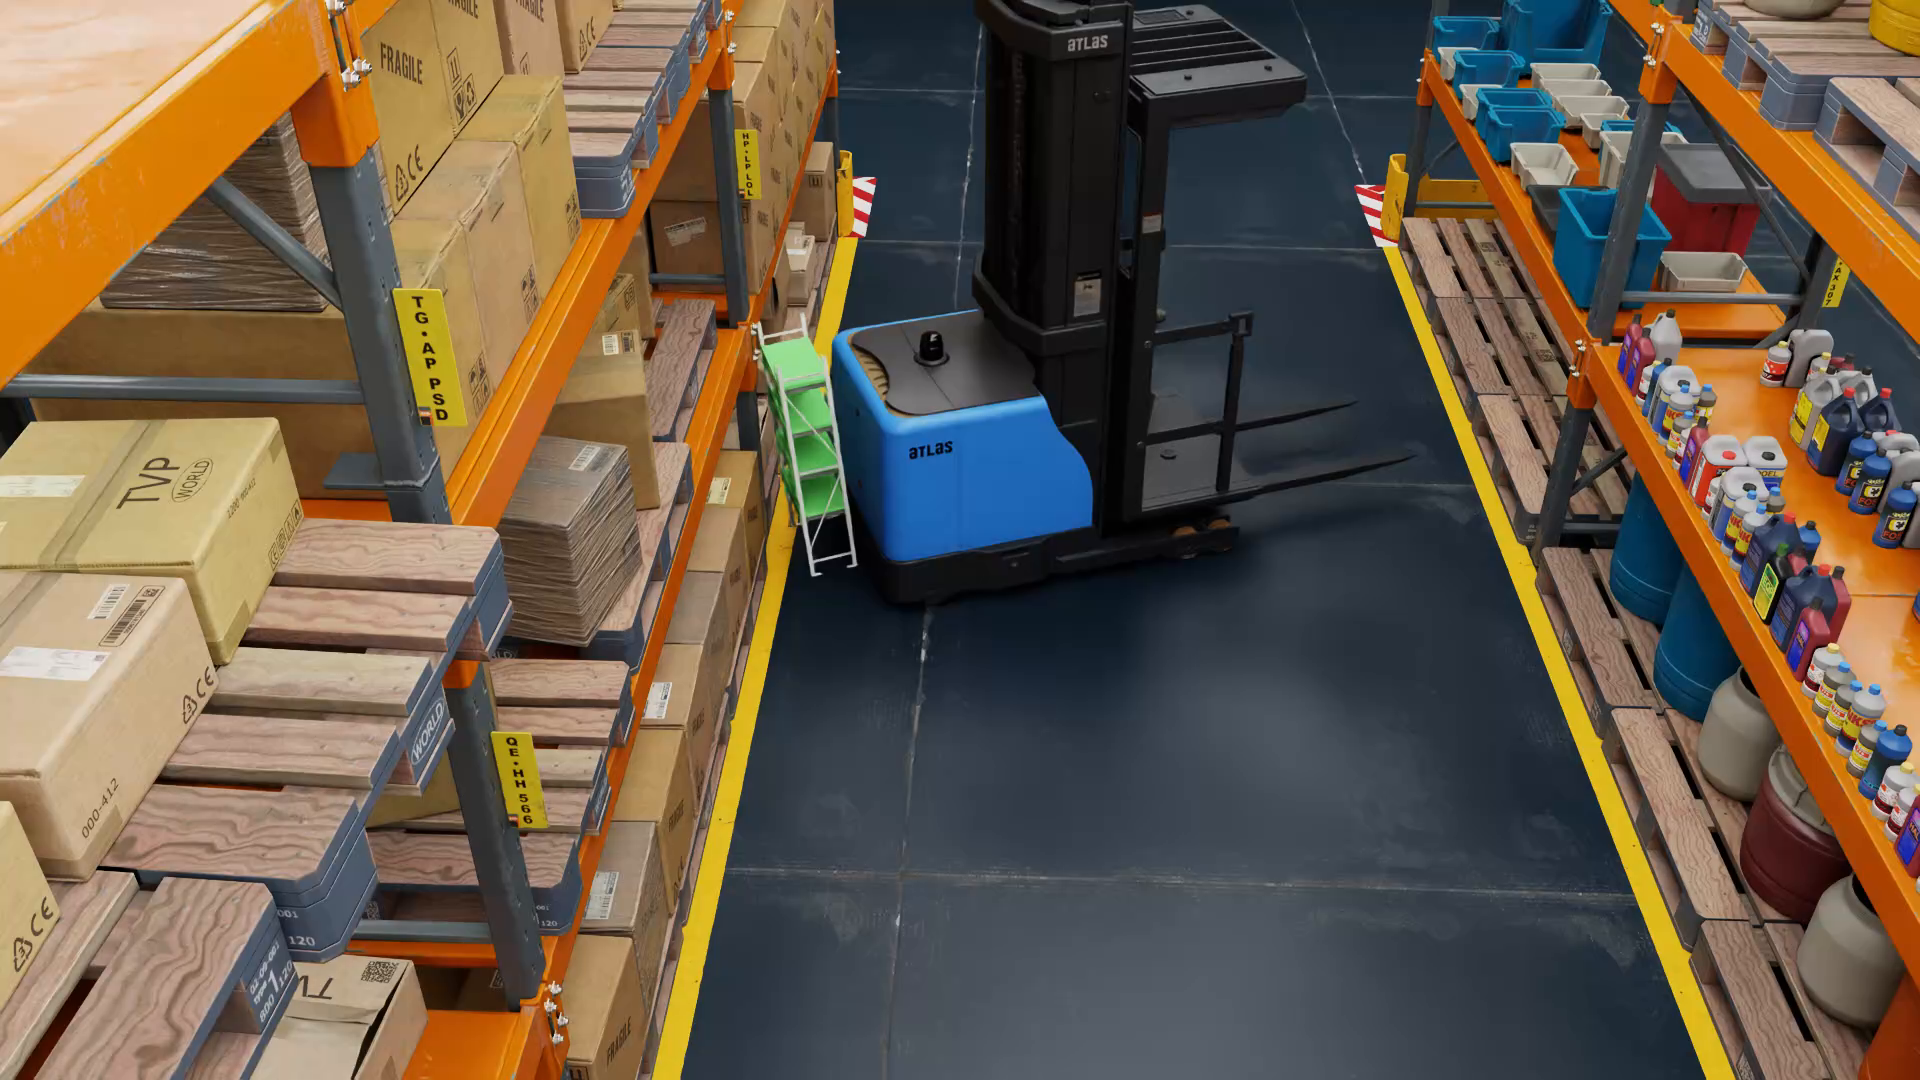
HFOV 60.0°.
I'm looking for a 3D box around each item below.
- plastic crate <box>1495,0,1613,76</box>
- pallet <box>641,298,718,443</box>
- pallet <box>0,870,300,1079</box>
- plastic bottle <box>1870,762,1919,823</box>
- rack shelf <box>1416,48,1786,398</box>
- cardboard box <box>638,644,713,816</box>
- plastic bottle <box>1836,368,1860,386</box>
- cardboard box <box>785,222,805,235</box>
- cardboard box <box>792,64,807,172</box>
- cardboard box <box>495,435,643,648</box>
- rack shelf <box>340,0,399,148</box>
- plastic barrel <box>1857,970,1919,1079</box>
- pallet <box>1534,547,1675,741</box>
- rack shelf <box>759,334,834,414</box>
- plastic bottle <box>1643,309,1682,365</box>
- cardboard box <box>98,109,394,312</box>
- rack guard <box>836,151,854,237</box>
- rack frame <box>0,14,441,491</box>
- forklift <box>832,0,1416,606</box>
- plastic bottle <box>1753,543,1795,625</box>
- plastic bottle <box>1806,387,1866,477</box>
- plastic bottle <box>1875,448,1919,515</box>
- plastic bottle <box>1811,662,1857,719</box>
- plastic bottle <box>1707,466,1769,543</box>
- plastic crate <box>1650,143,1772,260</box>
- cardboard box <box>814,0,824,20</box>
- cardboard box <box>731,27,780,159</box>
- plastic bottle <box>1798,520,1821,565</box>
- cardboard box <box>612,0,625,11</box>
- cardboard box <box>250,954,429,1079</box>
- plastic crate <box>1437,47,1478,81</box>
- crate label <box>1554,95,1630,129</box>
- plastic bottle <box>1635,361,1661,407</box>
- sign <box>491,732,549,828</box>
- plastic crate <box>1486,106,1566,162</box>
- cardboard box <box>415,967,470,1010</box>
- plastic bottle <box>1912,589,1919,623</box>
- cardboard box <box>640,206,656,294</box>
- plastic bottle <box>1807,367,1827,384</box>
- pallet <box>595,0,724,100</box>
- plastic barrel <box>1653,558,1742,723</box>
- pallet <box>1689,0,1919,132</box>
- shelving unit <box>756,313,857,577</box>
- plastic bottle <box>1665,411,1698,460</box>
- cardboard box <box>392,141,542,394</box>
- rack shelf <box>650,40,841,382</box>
[{"bbox_3d":[3.776,-3.249,10.627,0.616,0.435,0.499,1,35,2],"label":"plastic crate"},{"bbox_3d":[-1.648,-0.690,7.235,1.003,0.211,1.213,1,35,2],"label":"pallet"},{"bbox_3d":[-1.648,0.958,2.280,1.003,0.211,1.213,3,35,4],"label":"pallet"},{"bbox_3d":[2.907,0.774,5.158,0.097,0.201,0.097,0,35,0],"label":"plastic bottle"},{"bbox_3d":[3.522,-1.963,9.506,1.077,0.370,4.000,1,35,2],"label":"rack shelf"},{"bbox_3d":[-1.308,0.772,6.780,0.500,0.500,0.500,0,35,0],"label":"cardboard box"},{"bbox_3d":[3.735,-0.614,7.068,0.152,0.276,0.135,1,35,2],"label":"plastic bottle"},{"bbox_3d":[-1.228,-1.995,11.007,0.380,0.166,0.250,1,35,2],"label":"cardboard box"},{"bbox_3d":[-1.156,-2.426,9.452,0.500,0.500,0.500,1,35,1],"label":"cardboard box"},{"bbox_3d":[-1.528,-0.025,5.670,0.700,0.500,0.500,8,36,11],"label":"cardboard box"},{"bbox_3d":[-1.588,-2.072,4.792,1.077,0.370,4.000,1,35,2],"label":"rack shelf"},{"bbox_3d":[3.284,1.624,5.298,0.600,0.830,0.708,1,35,2],"label":"plastic barrel"},{"bbox_3d":[3.369,0.475,7.836,1.003,0.211,1.213,1,35,2],"label":"pallet"},{"bbox_3d":[-0.794,-0.807,8.046,0.258,0.148,0.480,-14,35,-11],"label":"rack shelf"},{"bbox_3d":[3.102,-0.870,7.368,0.144,0.351,0.185,1,35,2],"label":"plastic bottle"},{"bbox_3d":[-1.644,-0.854,3.738,0.500,0.500,0.500,1,35,2],"label":"cardboard box"},{"bbox_3d":[-1.350,-2.457,11.756,1.175,0.500,0.348,1,35,2],"label":"rack guard"},{"bbox_3d":[-1.668,-1.381,2.835,1.000,3.000,0.127,1,35,2],"label":"rack frame"},{"bbox_3d":[0.919,-1.378,8.108,3.031,2.935,1.130,-11,37,-15],"label":"forklift"},{"bbox_3d":[2.930,0.156,5.967,0.061,0.283,0.133,1,35,2],"label":"plastic bottle"},{"bbox_3d":[3.581,-0.450,6.770,0.144,0.351,0.185,1,35,2],"label":"plastic bottle"},{"bbox_3d":[3.709,-0.247,6.546,0.152,0.276,0.135,1,35,2],"label":"plastic bottle"},{"bbox_3d":[2.927,0.495,5.556,0.097,0.201,0.097,0,35,0],"label":"plastic bottle"},{"bbox_3d":[2.996,-0.135,6.387,0.152,0.276,0.135,1,35,2],"label":"plastic bottle"},{"bbox_3d":[3.728,-1.666,8.350,0.402,0.464,0.583,1,35,2],"label":"plastic crate"},{"bbox_3d":[-1.109,-3.421,9.998,0.500,0.500,0.500,2,35,3],"label":"cardboard box"},{"bbox_3d":[-1.187,-2.235,8.311,0.500,0.500,0.500,0,35,0],"label":"cardboard box"},{"bbox_3d":[3.100,0.048,6.131,0.097,0.271,0.097,0,35,0],"label":"plastic bottle"},{"bbox_3d":[-1.601,-2.418,6.380,0.600,0.600,0.600,-2,35,-3],"label":"cardboard box"},{"bbox_3d":[-1.726,1.318,4.290,0.500,0.311,0.500,3,35,5],"label":"cardboard box"},{"bbox_3d":[3.168,-3.006,10.542,0.250,0.136,0.298,1,35,2],"label":"plastic crate"},{"bbox_3d":[3.738,-2.524,9.855,0.396,0.136,0.243,1,35,2],"label":"crate label"},{"bbox_3d":[3.009,-0.683,7.231,0.097,0.201,0.097,0,35,0],"label":"plastic bottle"},{"bbox_3d":[-1.113,0.611,4.211,0.100,0.325,0.005,1,35,2],"label":"sign"},{"bbox_3d":[3.199,-2.299,9.452,0.416,0.233,0.300,1,35,2],"label":"plastic crate"},{"bbox_3d":[-1.865,1.373,5.924,0.500,0.500,0.500,3,35,4],"label":"cardboard box"},{"bbox_3d":[3.530,0.154,5.910,0.144,0.351,0.185,1,35,2],"label":"plastic bottle"},{"bbox_3d":[-1.744,-1.559,8.218,0.500,0.500,0.500,2,35,3],"label":"cardboard box"},{"bbox_3d":[3.706,-0.651,7.186,0.097,0.201,0.097,0,35,0],"label":"plastic bottle"},{"bbox_3d":[-1.604,-2.002,6.491,1.213,0.211,1.003,1,35,2],"label":"pallet"},{"bbox_3d":[3.375,0.297,7.124,0.600,0.901,0.708,1,35,2],"label":"plastic barrel"},{"bbox_3d":[3.508,-1.806,6.212,1.213,0.211,1.003,1,35,2],"label":"pallet"},{"bbox_3d":[-0.758,-0.465,8.280,0.258,1.200,0.503,-14,35,-11],"label":"shelving unit"},{"bbox_3d":[2.992,-0.438,6.883,0.097,0.201,0.097,0,35,0],"label":"plastic bottle"},{"bbox_3d":[-1.664,-0.739,4.443,0.910,0.500,0.500,1,35,2],"label":"cardboard box"},{"bbox_3d":[-1.427,-2.080,9.672,1.077,0.370,4.000,1,35,2],"label":"rack shelf"}]
